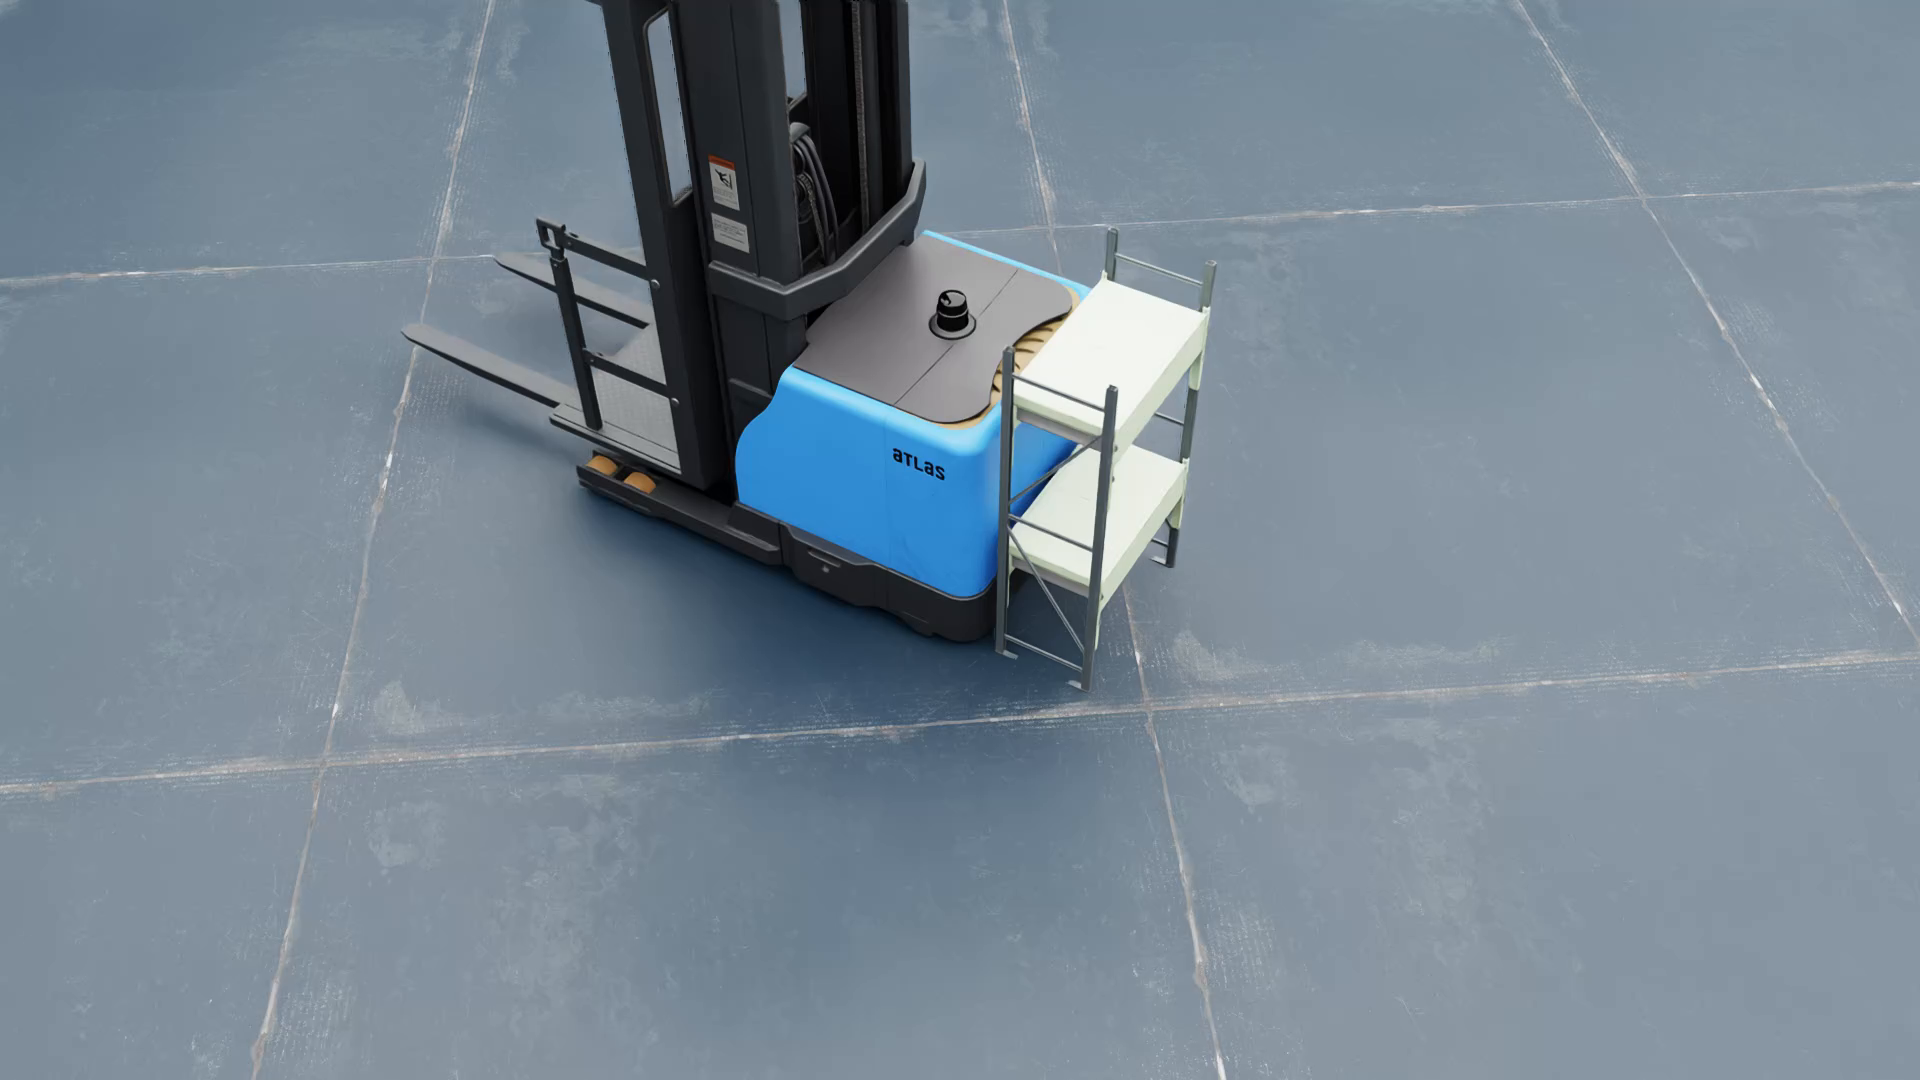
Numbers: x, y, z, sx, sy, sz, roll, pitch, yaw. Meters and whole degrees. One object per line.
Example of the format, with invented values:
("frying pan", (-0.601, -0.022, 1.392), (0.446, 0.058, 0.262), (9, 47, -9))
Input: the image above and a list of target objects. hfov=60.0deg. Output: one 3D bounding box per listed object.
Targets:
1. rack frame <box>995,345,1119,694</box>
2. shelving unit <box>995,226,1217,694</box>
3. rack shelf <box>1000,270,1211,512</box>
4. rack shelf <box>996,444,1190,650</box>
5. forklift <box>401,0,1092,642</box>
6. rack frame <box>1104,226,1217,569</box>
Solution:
("rack frame", (0.313, -0.022, 5.738), (0.400, 1.500, 0.023), (23, 51, 20))
("shelving unit", (0.498, -0.251, 5.955), (0.431, 1.500, 0.755), (23, 51, 20))
("rack shelf", (0.498, -0.520, 5.672), (0.431, 0.370, 0.720), (23, 51, 20))
("rack shelf", (0.498, -0.027, 6.192), (0.431, 0.370, 0.720), (23, 51, 20))
("forklift", (-0.990, -1.429, 6.085), (3.031, 2.935, 1.130), (23, 51, 20))
("rack frame", (0.683, -0.481, 6.172), (0.400, 1.500, 0.023), (23, 51, 20))
